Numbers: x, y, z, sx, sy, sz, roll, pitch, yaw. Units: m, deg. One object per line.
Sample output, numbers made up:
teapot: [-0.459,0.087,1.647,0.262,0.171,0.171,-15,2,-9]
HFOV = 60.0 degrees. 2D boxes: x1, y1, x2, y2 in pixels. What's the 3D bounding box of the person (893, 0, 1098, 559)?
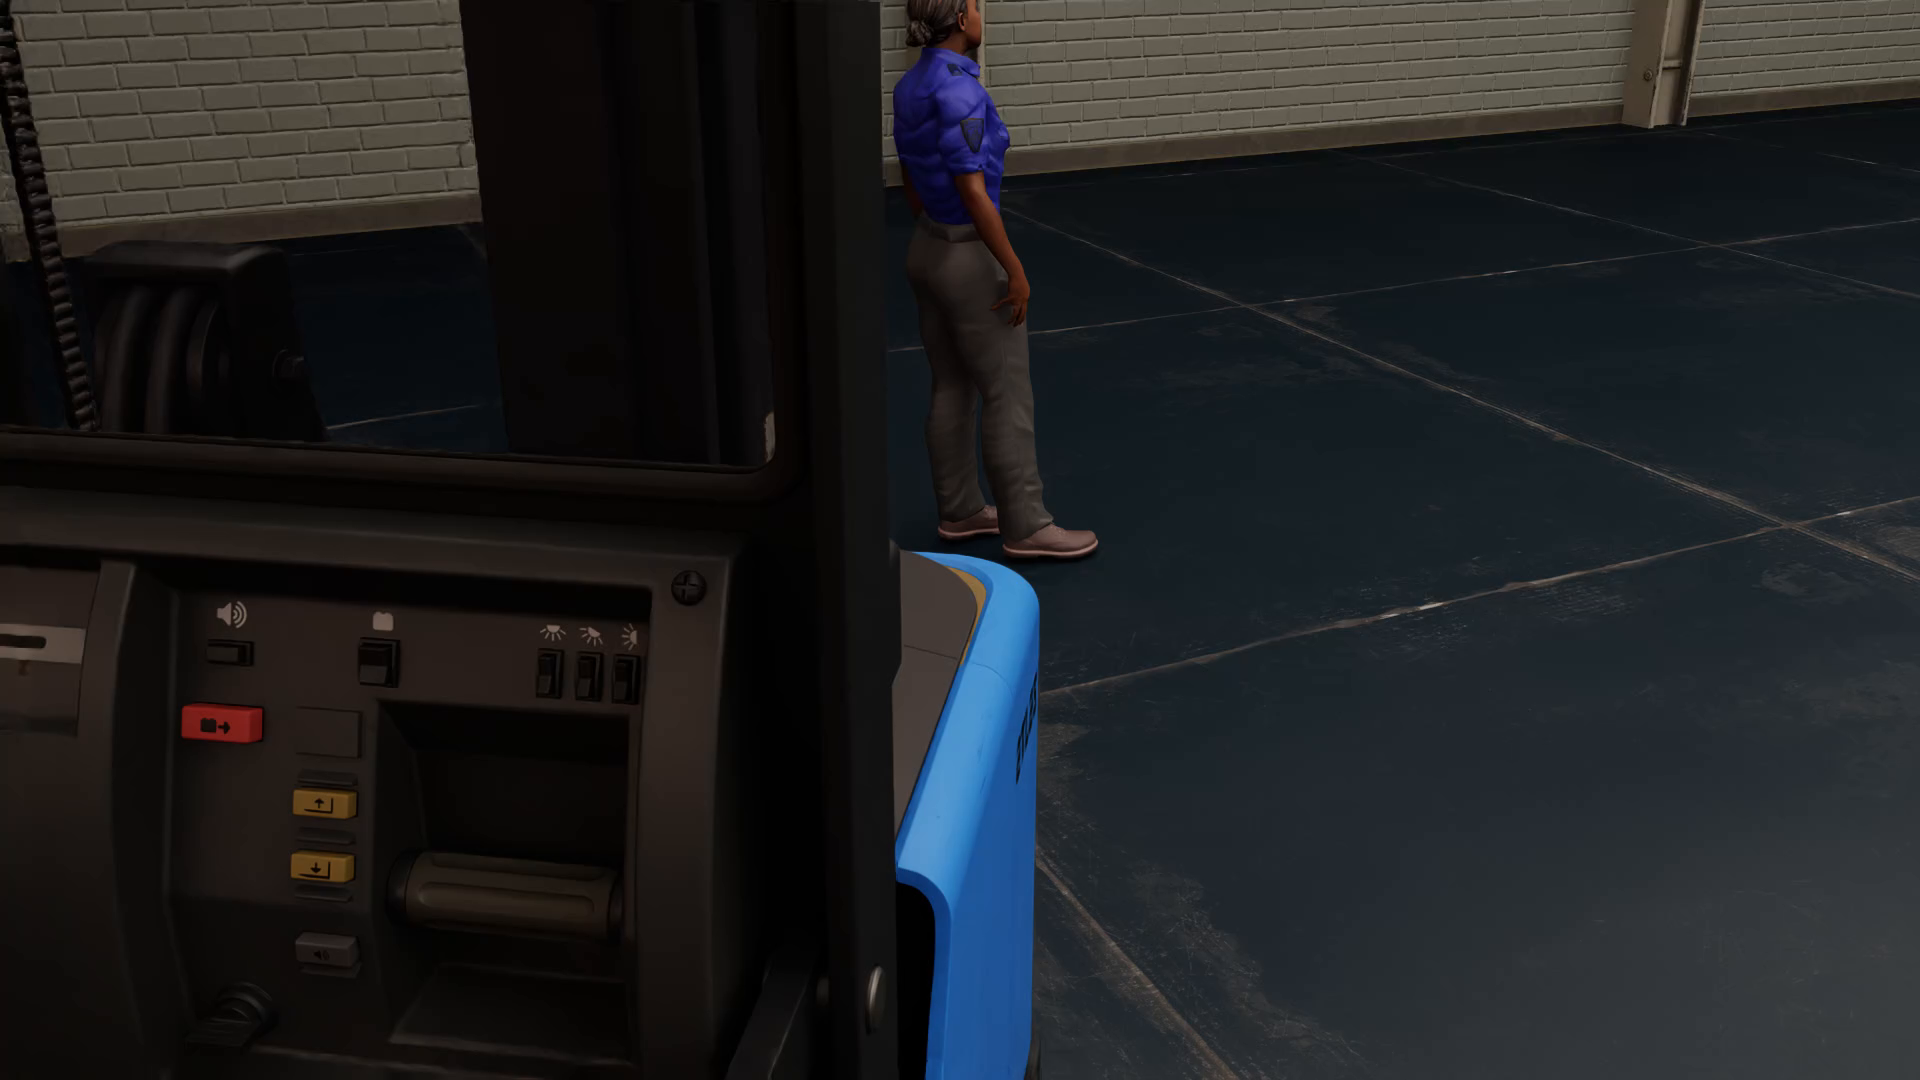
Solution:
person: [0.088,-0.778,4.805,0.503,1.656,0.570,-10,25,-23]
